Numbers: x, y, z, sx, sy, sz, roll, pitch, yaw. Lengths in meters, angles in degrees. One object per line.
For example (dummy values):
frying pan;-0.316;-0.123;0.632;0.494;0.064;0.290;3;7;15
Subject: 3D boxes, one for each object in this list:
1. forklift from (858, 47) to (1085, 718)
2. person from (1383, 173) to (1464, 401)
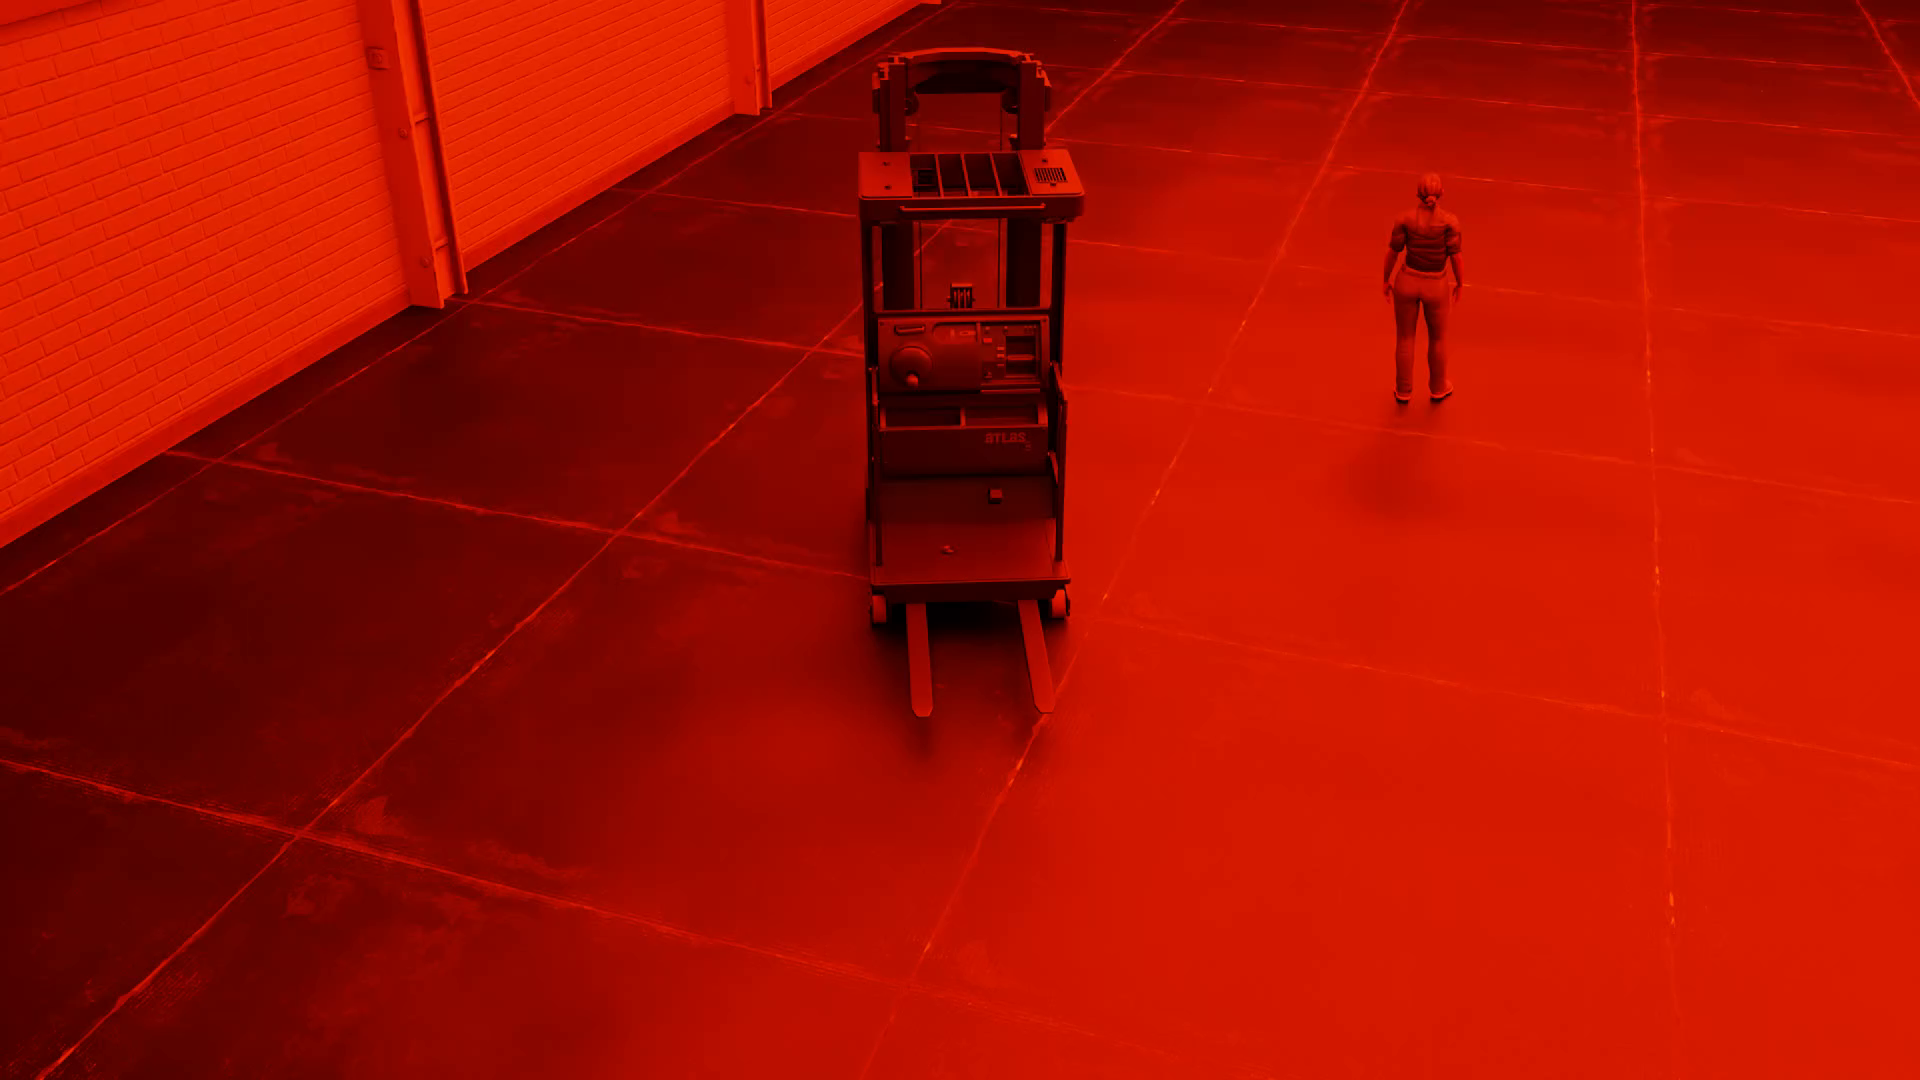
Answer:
forklift;0.035;-0.972;8.842;1.130;2.935;3.031;-2;30;-3
person;3.215;-1.758;11.495;0.569;1.656;0.503;11;31;18
